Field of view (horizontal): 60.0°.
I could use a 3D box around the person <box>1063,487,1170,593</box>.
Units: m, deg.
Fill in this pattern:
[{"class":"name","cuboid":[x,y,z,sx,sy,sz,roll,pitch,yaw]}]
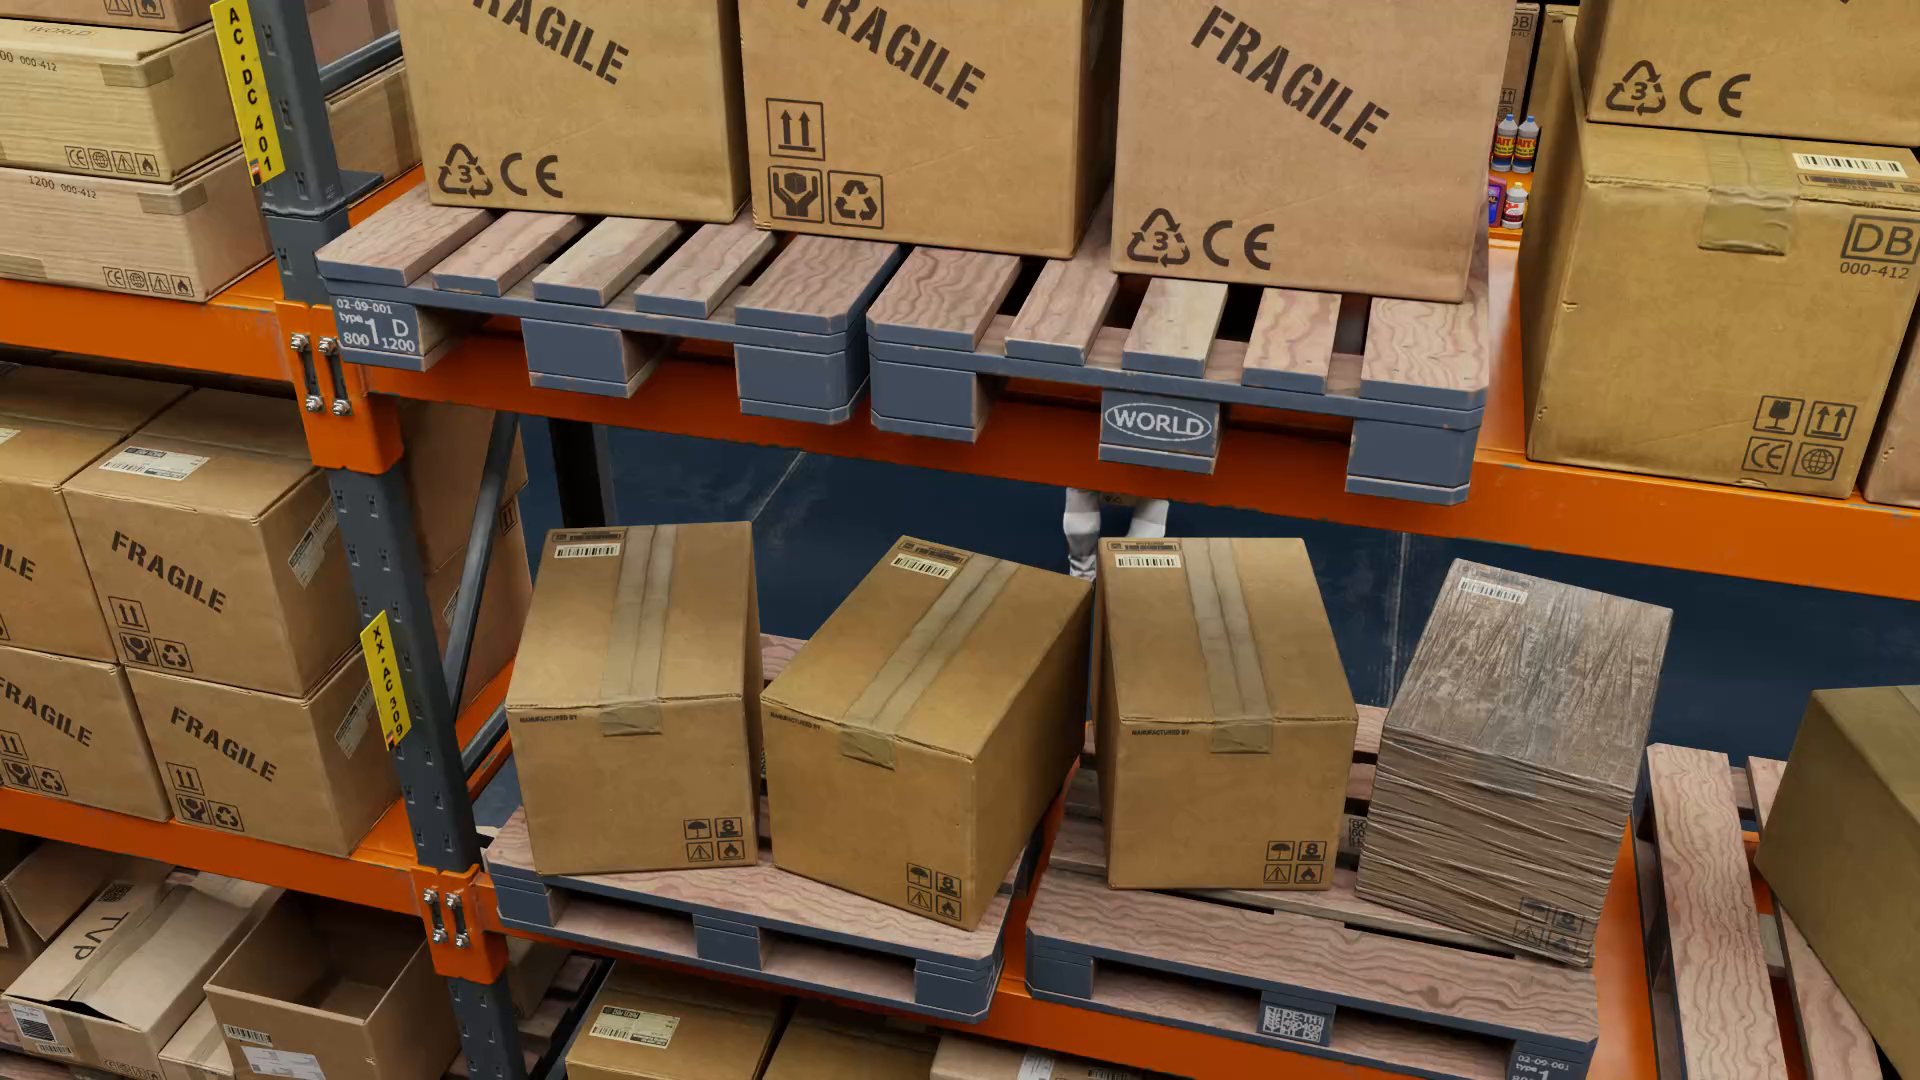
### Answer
[{"class":"person","cuboid":[0.660,-0.435,7.148,0.584,1.414,0.765,8,33,13]}]
